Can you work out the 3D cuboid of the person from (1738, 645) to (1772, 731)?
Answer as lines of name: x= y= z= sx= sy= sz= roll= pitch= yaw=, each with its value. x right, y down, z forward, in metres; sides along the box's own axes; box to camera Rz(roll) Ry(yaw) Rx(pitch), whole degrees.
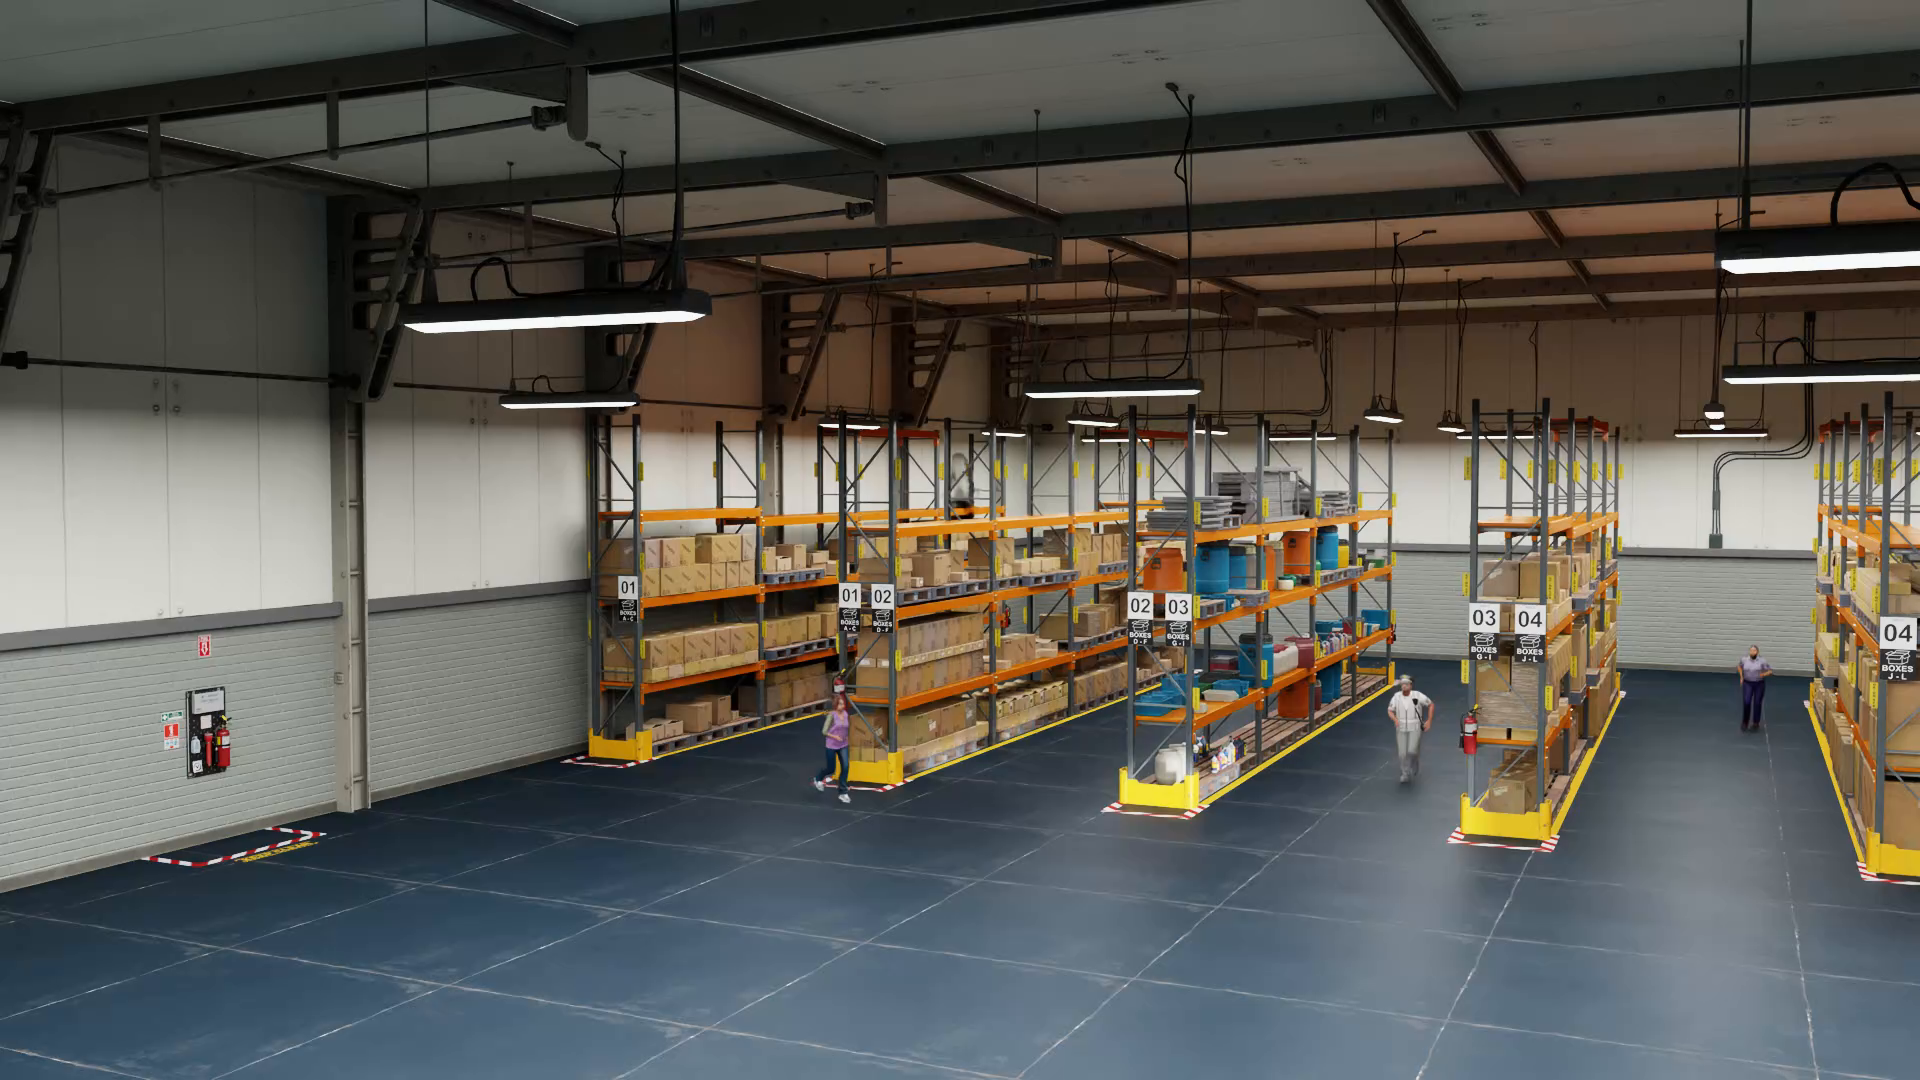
person: x=15.359 y=2.871 z=32.148 sx=0.597 sy=1.687 sz=0.713 roll=1 pitch=3 yaw=27

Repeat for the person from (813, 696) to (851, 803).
person: x=-1.918 y=3.167 z=25.383 sx=0.521 sy=1.595 sz=0.852 roll=-2 pitch=3 yaw=-38

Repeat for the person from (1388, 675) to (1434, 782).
person: x=7.206 y=3.039 z=26.720 sx=0.669 sy=1.736 sz=0.718 roll=1 pitch=3 yaw=27
